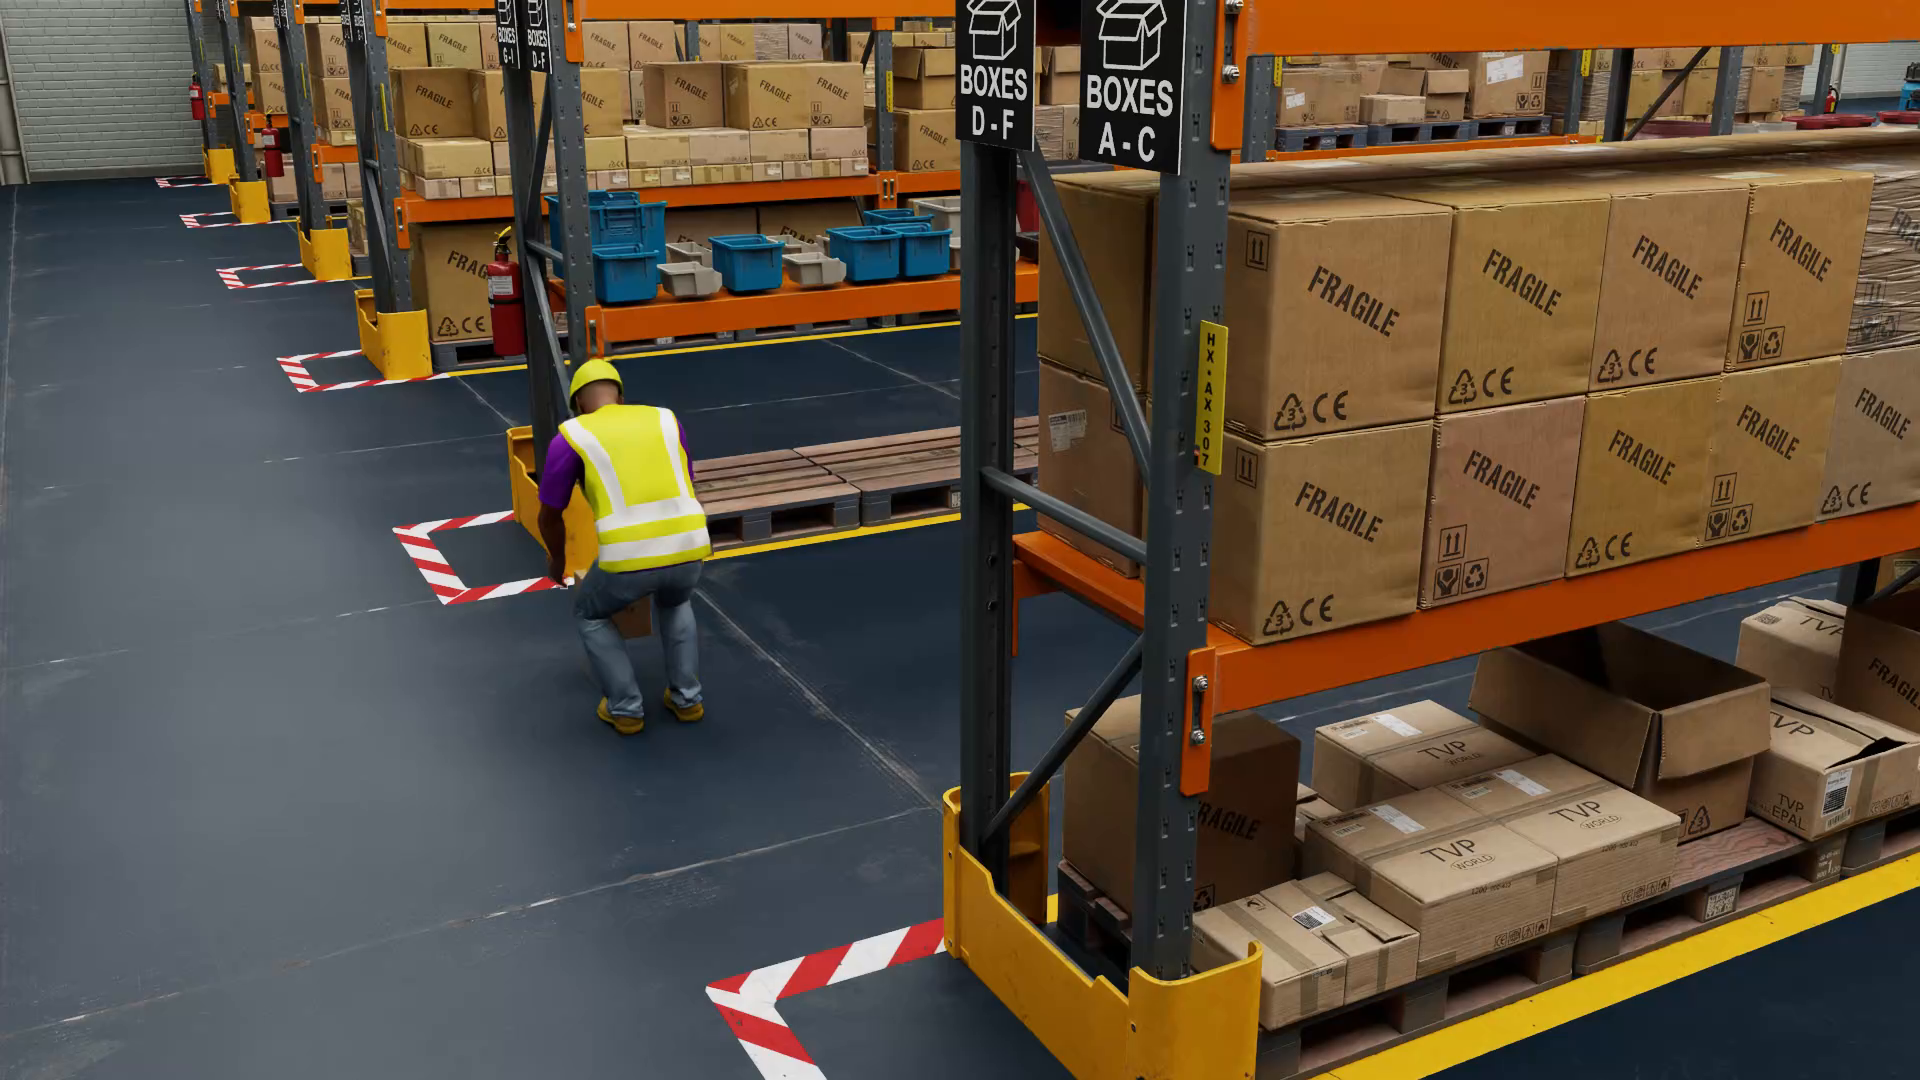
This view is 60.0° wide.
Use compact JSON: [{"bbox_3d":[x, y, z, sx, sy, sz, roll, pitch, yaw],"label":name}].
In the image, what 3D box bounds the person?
[{"bbox_3d":[4.887,-1.373,10.741,15.757,1.405,2.793,-10,21,-27],"label":"person"}]
